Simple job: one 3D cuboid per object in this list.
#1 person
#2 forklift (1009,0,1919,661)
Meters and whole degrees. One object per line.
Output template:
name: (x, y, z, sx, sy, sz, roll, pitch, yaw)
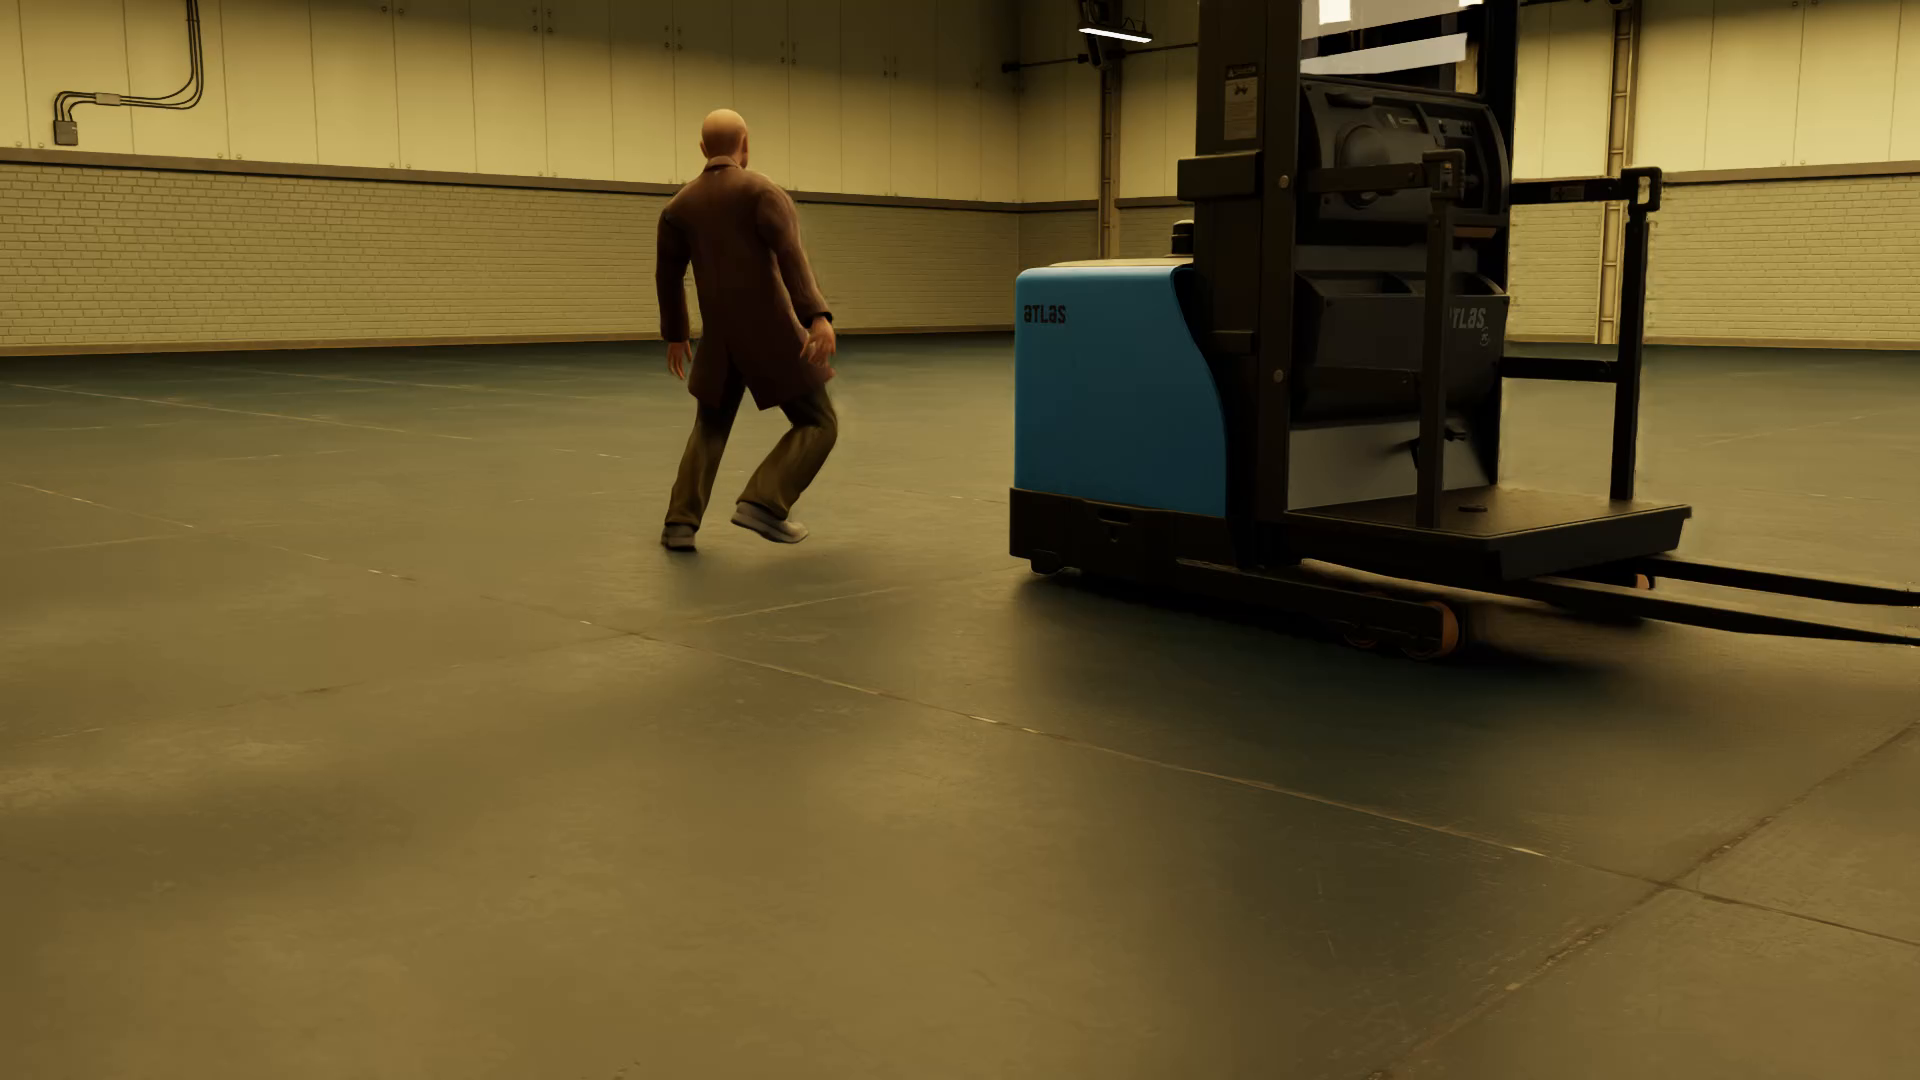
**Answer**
person: (-0.813, -0.794, 6.380, 0.939, 1.687, 0.577, 6, 11, 36)
forklift: (1.490, -1.204, 4.867, 1.130, 2.935, 3.031, -7, 11, -38)
